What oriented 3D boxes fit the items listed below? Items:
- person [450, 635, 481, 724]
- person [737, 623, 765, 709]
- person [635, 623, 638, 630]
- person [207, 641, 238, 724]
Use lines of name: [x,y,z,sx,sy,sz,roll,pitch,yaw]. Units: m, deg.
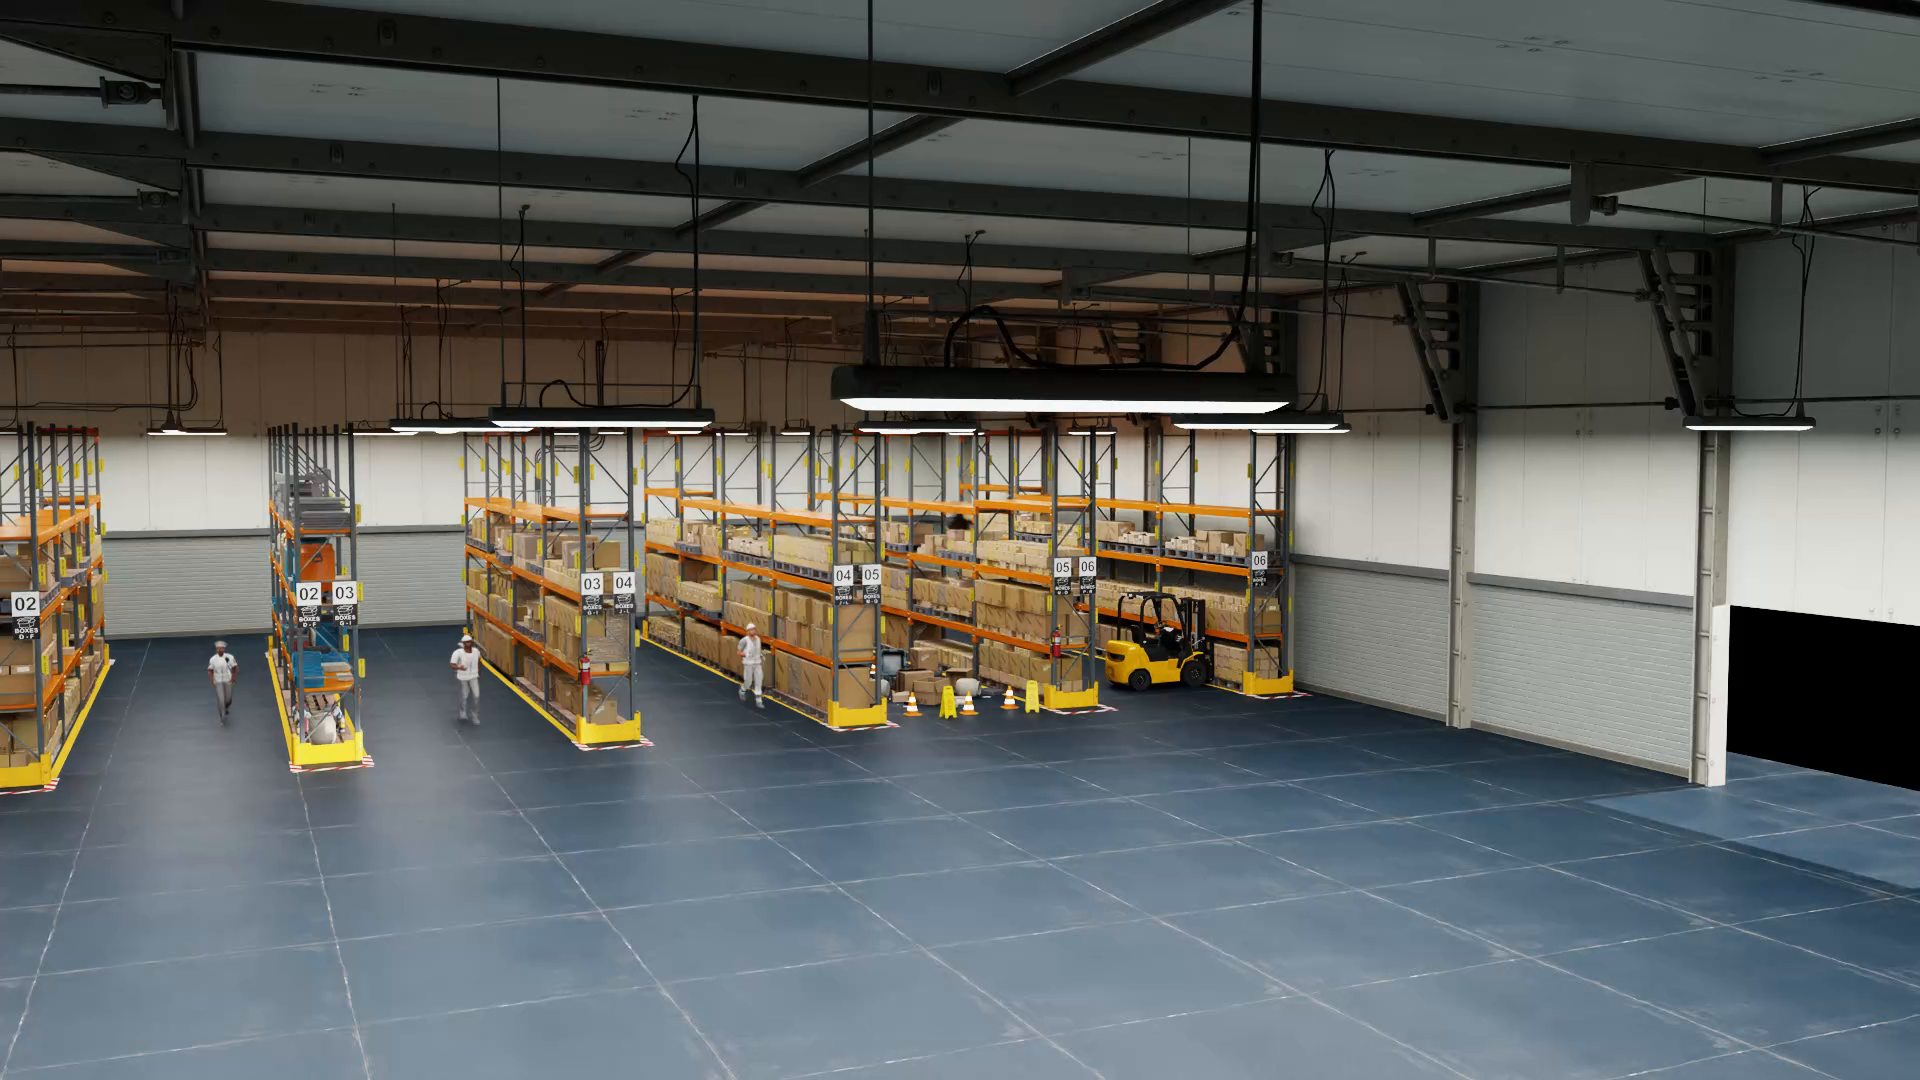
person: [-9.904,2.815,33.416,0.680,1.825,0.759,-2,4,-32]
person: [-4.418,2.653,35.314,0.654,1.776,0.985,-2,4,-34]
person: [-9.640,1.981,48.289,0.625,1.634,0.748,3,5,40]
person: [-14.850,2.851,33.505,0.575,1.665,0.528,-1,4,-22]
